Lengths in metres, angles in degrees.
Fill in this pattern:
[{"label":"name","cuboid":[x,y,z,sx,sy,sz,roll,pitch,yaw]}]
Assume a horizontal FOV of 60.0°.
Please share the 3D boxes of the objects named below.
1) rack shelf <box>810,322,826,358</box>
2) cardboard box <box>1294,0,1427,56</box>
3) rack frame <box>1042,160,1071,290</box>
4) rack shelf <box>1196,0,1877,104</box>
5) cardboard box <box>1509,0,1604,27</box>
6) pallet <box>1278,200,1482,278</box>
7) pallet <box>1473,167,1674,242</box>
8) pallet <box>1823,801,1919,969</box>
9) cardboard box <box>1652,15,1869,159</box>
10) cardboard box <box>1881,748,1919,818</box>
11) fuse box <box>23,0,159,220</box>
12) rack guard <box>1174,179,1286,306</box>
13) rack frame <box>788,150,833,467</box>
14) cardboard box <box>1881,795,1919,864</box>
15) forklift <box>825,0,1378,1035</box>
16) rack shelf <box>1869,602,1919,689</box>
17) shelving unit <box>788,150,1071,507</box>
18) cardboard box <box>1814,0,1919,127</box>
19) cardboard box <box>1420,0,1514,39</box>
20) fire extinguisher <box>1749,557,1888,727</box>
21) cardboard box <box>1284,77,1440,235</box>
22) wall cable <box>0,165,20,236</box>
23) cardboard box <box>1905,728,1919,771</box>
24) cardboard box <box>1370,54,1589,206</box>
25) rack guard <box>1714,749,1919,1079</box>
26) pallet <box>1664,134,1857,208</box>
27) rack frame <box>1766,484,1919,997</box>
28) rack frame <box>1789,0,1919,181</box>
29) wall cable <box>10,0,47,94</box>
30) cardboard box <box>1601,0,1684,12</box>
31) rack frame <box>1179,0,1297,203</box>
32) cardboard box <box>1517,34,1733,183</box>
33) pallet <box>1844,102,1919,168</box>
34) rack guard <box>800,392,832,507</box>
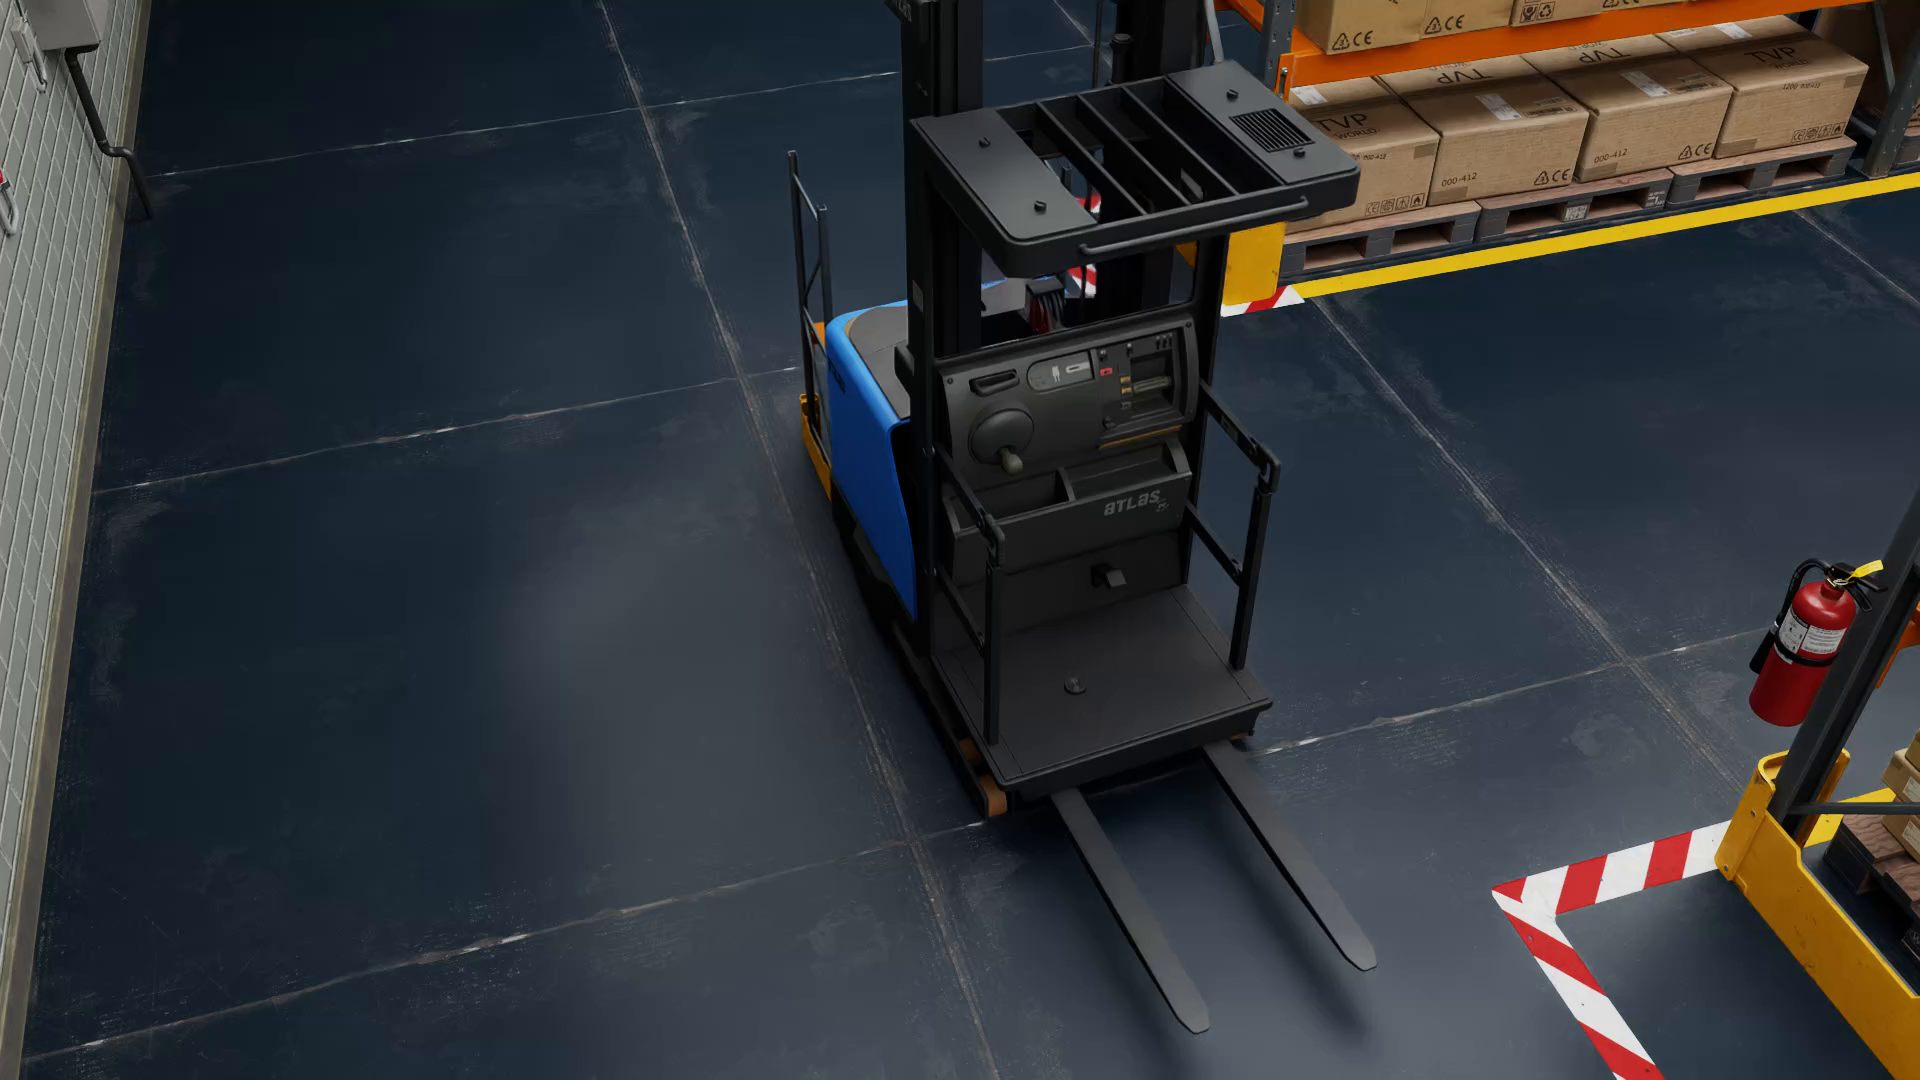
[{"label":"rack shelf","cuboid":[-0.127,-0.839,7.344,1.000,0.185,0.538,-13,43,-14]},{"label":"cardboard box","cuboid":[1.903,-2.695,7.978,0.500,0.500,0.500,-12,43,-13]},{"label":"rack frame","cuboid":[0.354,-1.082,7.349,0.032,1.500,0.500,-13,43,-14]},{"label":"rack shelf","cuboid":[3.267,-2.867,8.798,4.000,0.370,1.077,-12,42,-13]},{"label":"cardboard box","cuboid":[2.868,-2.901,8.215,0.500,0.500,0.500,-12,43,-13]},{"label":"pallet","cuboid":[2.098,-1.899,9.263,1.213,0.211,1.003,-12,42,-13]},{"label":"pallet","cuboid":[3.260,-2.138,9.537,1.213,0.211,1.003,-12,42,-13]},{"label":"pallet","cuboid":[3.801,1.241,5.669,1.213,0.211,1.003,-12,42,-13]},{"label":"cardboard box","cuboid":[4.543,-2.669,9.654,0.875,0.438,0.875,-12,43,-14]},{"label":"cardboard box","cuboid":[3.360,0.864,5.602,0.250,0.149,0.380,-13,43,-14]},{"label":"fuse box","cuboid":[-4.504,-2.475,8.782,0.414,1.711,0.539,-12,42,-13]},{"label":"rack guard","cuboid":[1.336,-1.796,8.926,0.348,0.500,1.175,-12,42,-13]},{"label":"rack frame","cuboid":[-0.609,-0.868,7.103,0.032,1.500,0.500,-13,43,-14]},{"label":"cardboard box","cuboid":[3.382,1.025,5.645,0.250,0.149,0.380,-11,42,-12]},{"label":"forklift","cuboid":[0.467,-0.408,5.489,1.130,2.935,3.031,-15,43,-16]},{"label":"rack shelf","cuboid":[4.850,0.220,5.265,4.000,0.370,1.077,-12,42,-13]},{"label":"shelving unit","cuboid":[-0.136,-0.973,7.224,1.083,1.500,0.587,-13,43,-14]},{"label":"cardboard box","cuboid":[5.742,-3.063,9.772,0.875,0.875,0.875,-10,42,-12]},{"label":"cardboard box","cuboid":[2.377,-2.812,8.113,0.500,0.500,0.500,-12,43,-14]},{"label":"fire extinguisher","cuboid":[2.564,0.274,4.999,0.183,0.674,0.296,-12,42,-13]},{"label":"cardboard box","cuboid":[1.959,-2.129,9.035,0.875,0.438,0.875,-13,43,-15]},{"label":"wall cable","cuboid":[-4.012,-2.008,6.472,0.123,1.953,0.585,-12,42,-13]},{"label":"cardboard box","cuboid":[3.371,0.772,5.482,0.250,0.149,0.380,-11,42,-13]},{"label":"cardboard box","cuboid":[2.829,-2.315,9.248,0.875,0.438,0.875,-11,42,-12]},{"label":"rack guard","cuboid":[3.015,1.271,5.416,0.348,0.500,1.175,-12,42,-13]},{"label":"pallet","cuboid":[4.426,-2.381,9.815,1.213,0.211,1.003,-12,42,-13]},{"label":"rack frame","cuboid":[2.943,0.344,4.576,0.127,3.000,1.000,-12,42,-13]},{"label":"rack frame","cuboid":[5.175,-3.533,9.014,0.127,3.000,1.000,-12,42,-13]},{"label":"wall cable","cuboid":[-4.449,-2.883,7.498,0.122,1.984,0.588,-12,42,-13]},{"label":"cardboard box","cuboid":[3.341,-3.011,8.340,0.500,0.500,0.500,-10,42,-12]},{"label":"rack frame","cuboid":[1.359,-2.742,8.109,0.127,3.000,1.000,-12,42,-13]},{"label":"cardboard box","cuboid":[3.690,-2.492,9.451,0.875,0.438,0.875,-13,43,-14]},{"label":"pallet","cuboid":[5.888,-2.682,10.160,1.213,0.211,1.003,-12,42,-13]},{"label":"rack guard","cuboid":[-0.608,-0.397,7.515,0.087,0.250,0.587,-13,43,-14]}]
